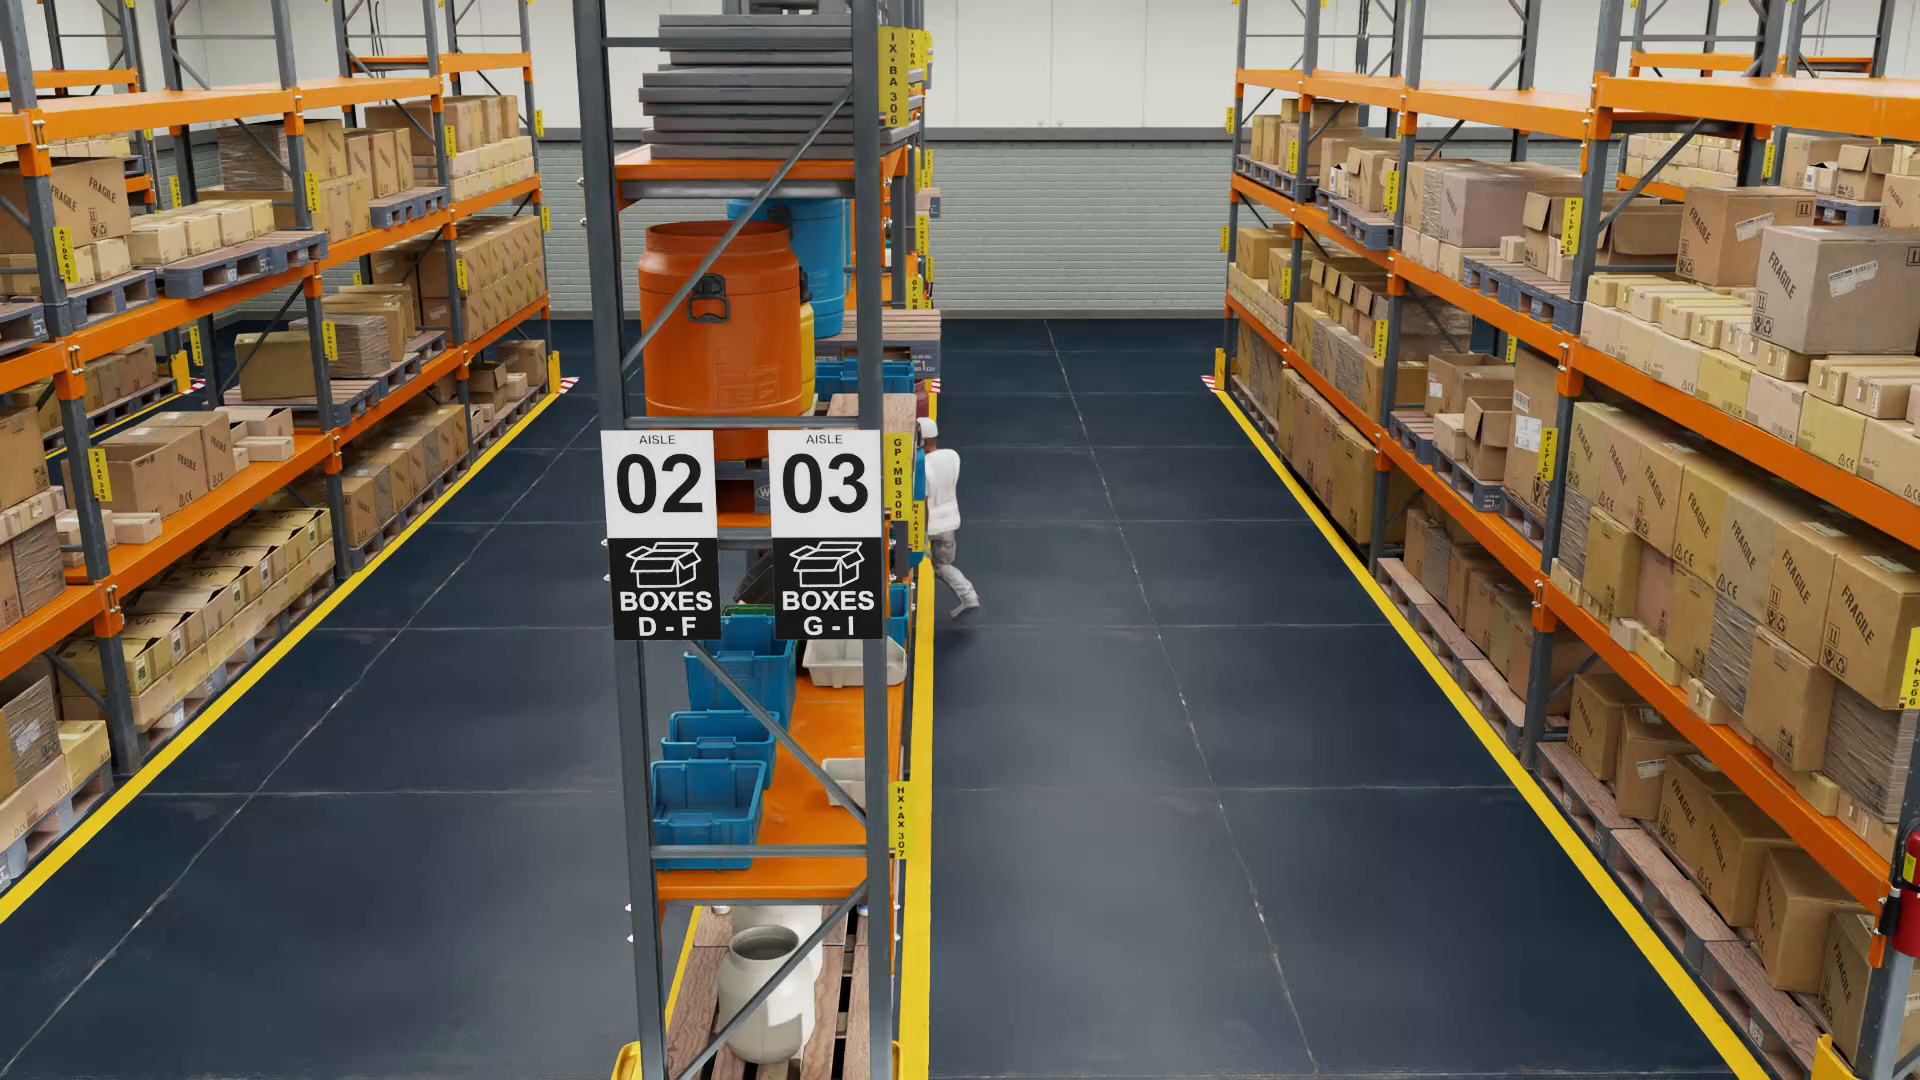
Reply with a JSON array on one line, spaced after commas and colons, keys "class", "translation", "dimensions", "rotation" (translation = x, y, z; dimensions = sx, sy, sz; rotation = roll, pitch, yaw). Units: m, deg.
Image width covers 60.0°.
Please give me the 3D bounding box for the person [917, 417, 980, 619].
[{"class": "person", "translation": [-0.293, -0.205, 13.205], "dimensions": [0.519, 1.591, 1.046], "rotation": [-15, 22, -40]}]
